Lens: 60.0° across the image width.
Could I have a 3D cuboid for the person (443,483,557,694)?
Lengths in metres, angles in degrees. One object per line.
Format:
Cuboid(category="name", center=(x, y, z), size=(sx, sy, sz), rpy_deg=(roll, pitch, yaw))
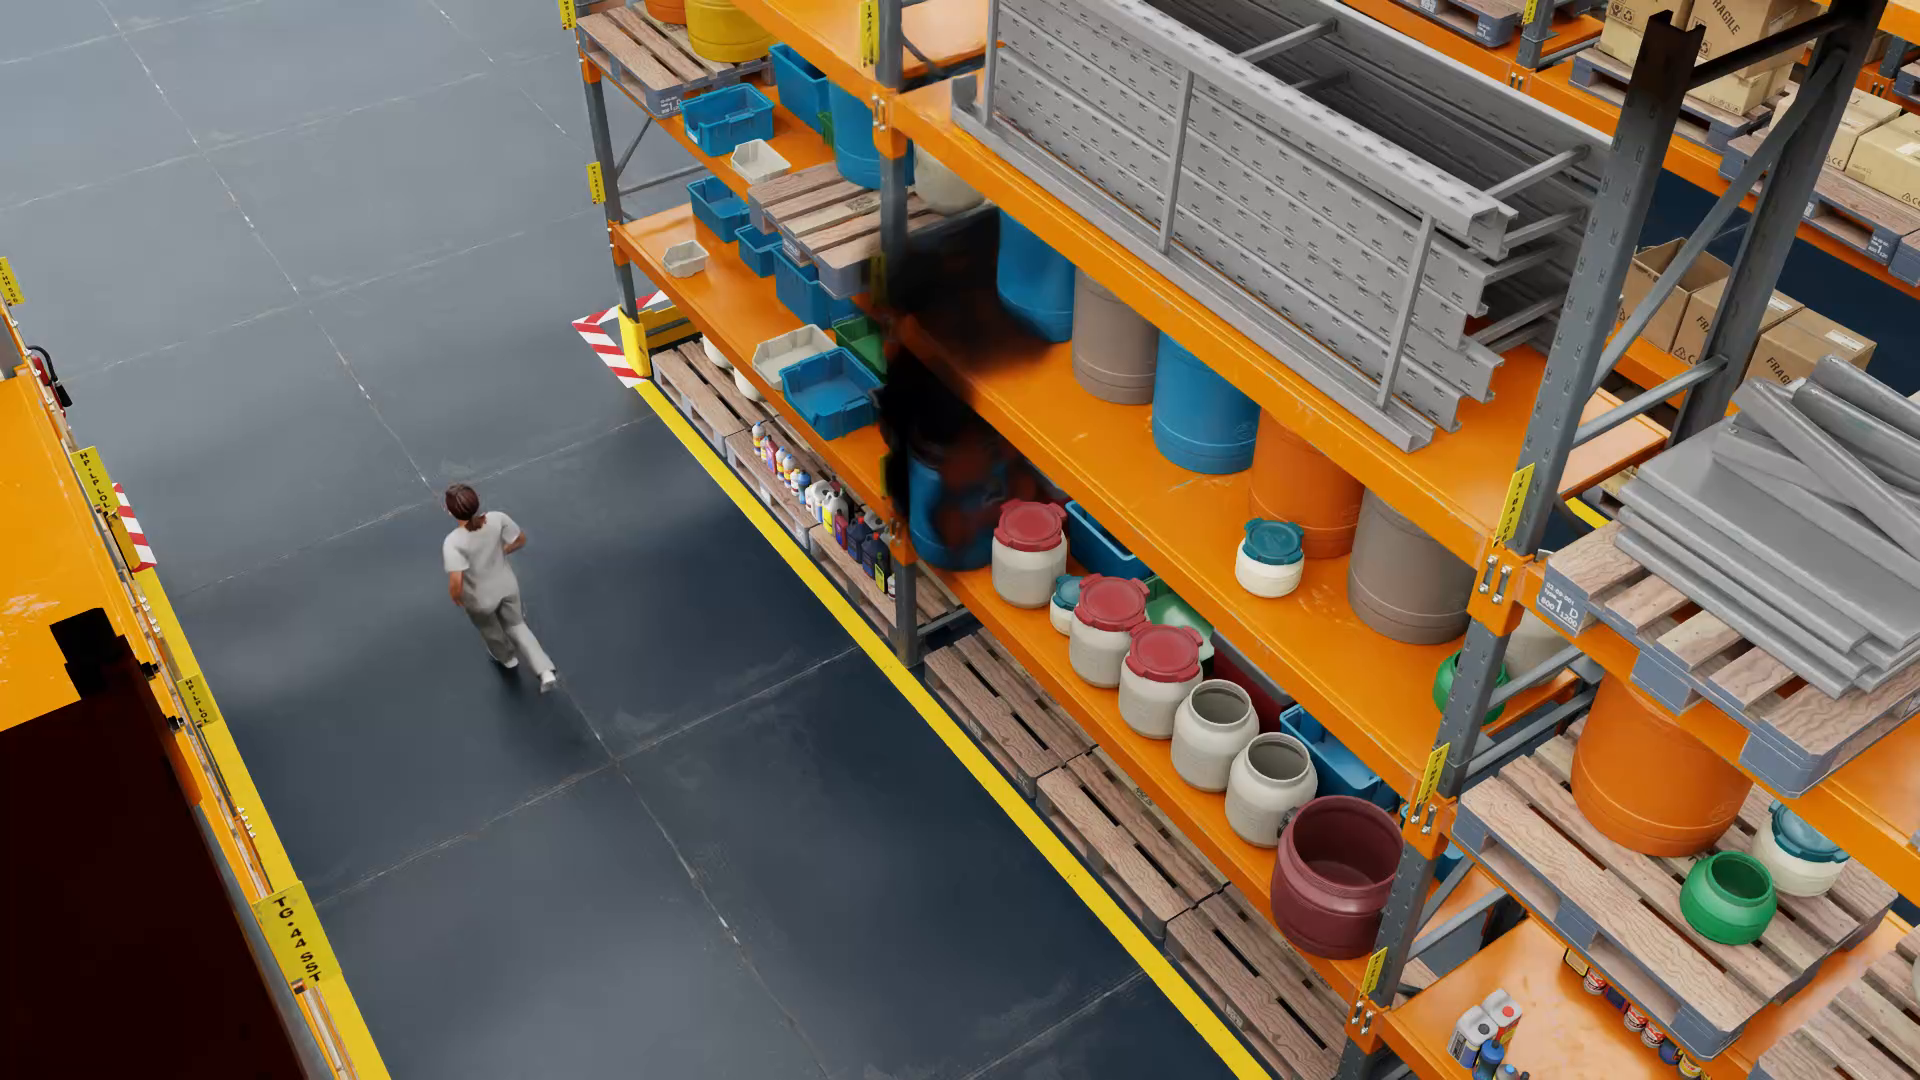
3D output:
Cuboid(category="person", center=(-2.849, 0.344, 10.186), size=(0.887, 1.658, 0.589), rpy_deg=(33, 52, 31))
